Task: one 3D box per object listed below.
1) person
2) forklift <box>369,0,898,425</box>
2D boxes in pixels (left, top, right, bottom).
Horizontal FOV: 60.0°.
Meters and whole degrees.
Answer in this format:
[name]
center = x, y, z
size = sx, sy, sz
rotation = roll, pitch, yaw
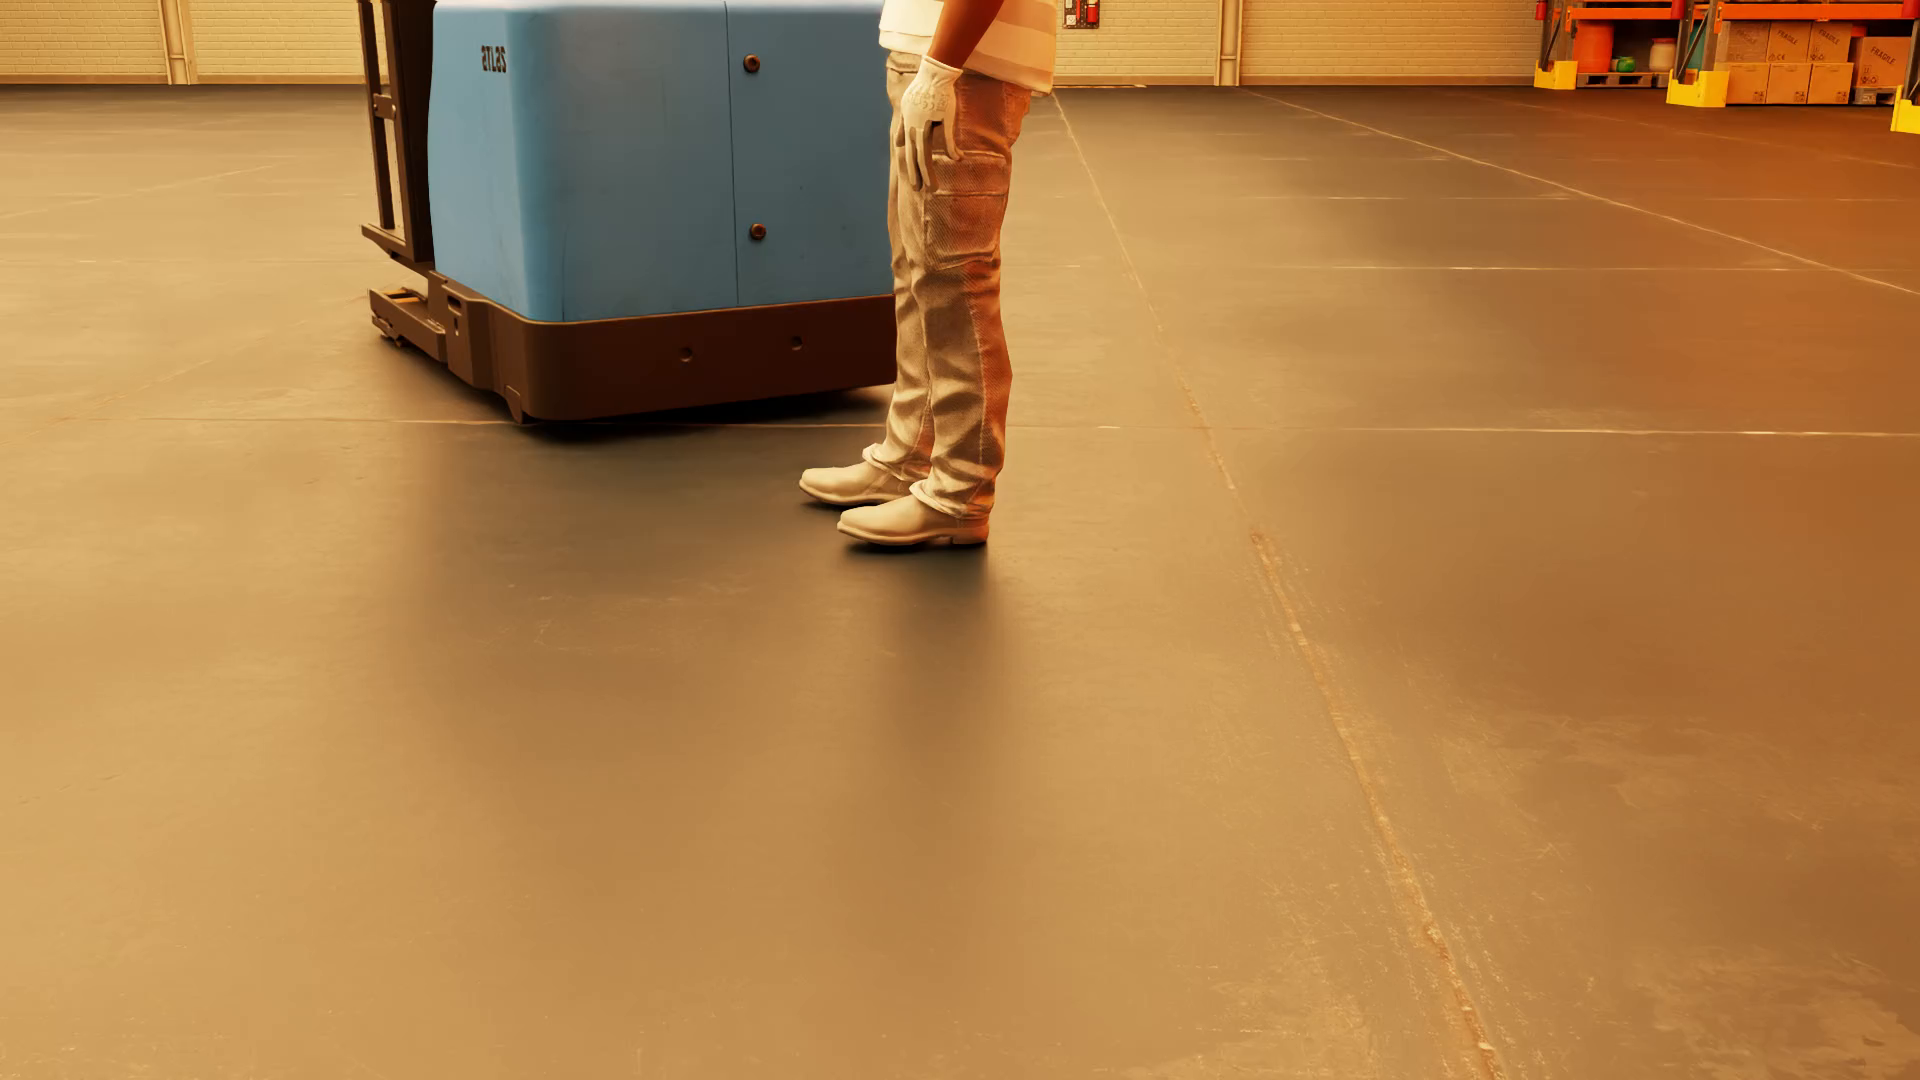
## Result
[person]
center = -0.071, -0.844, 3.121
size = 0.577, 1.745, 0.656
rotation = 1, 17, 2
[forklift]
center = -1.308, -2.078, 5.120
size = 1.130, 2.935, 3.031
rotation = -10, 20, -28
